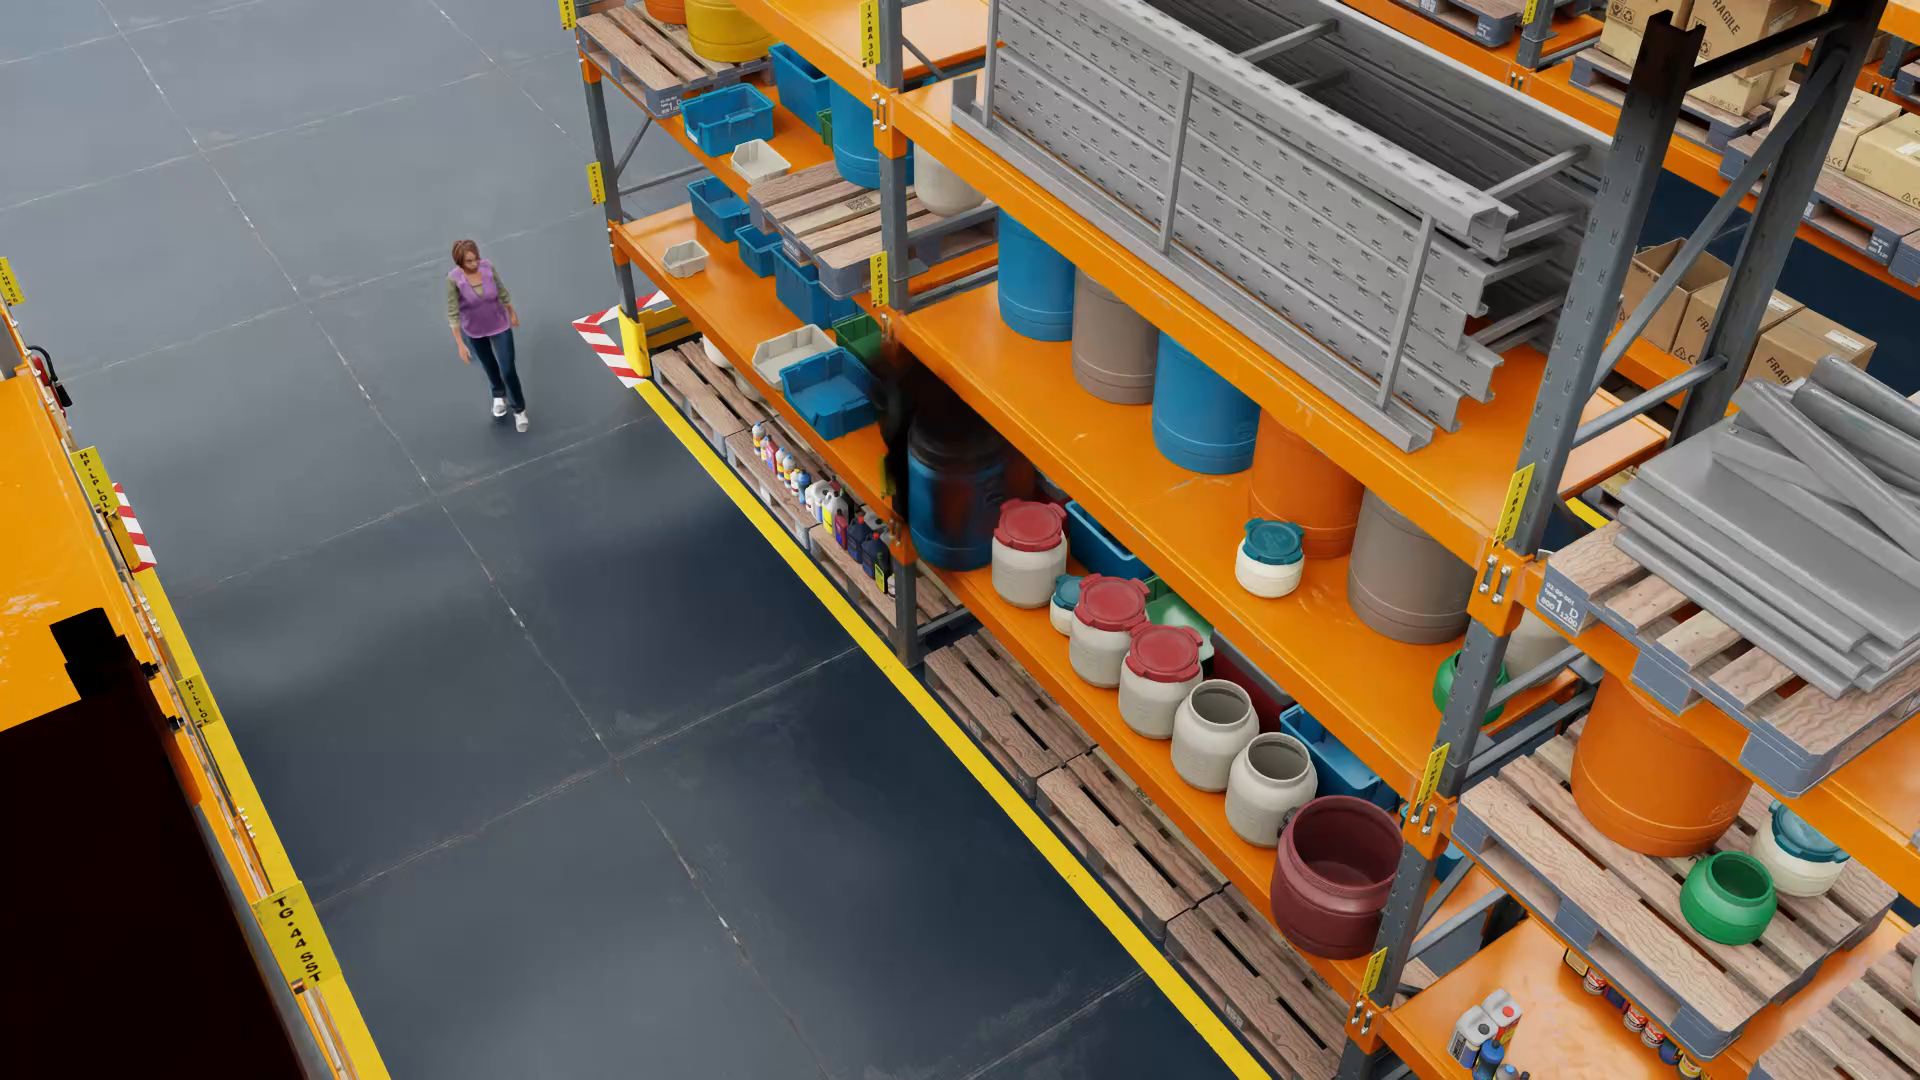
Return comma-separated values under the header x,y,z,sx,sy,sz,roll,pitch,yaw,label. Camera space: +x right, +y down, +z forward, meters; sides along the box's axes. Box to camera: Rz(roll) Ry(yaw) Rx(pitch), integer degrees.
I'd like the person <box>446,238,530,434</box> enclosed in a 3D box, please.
x,y,z,sx,sy,sz,roll,pitch,yaw,label
-3.492,-1.510,12.253,0.415,1.629,0.534,-1,43,-1,person
